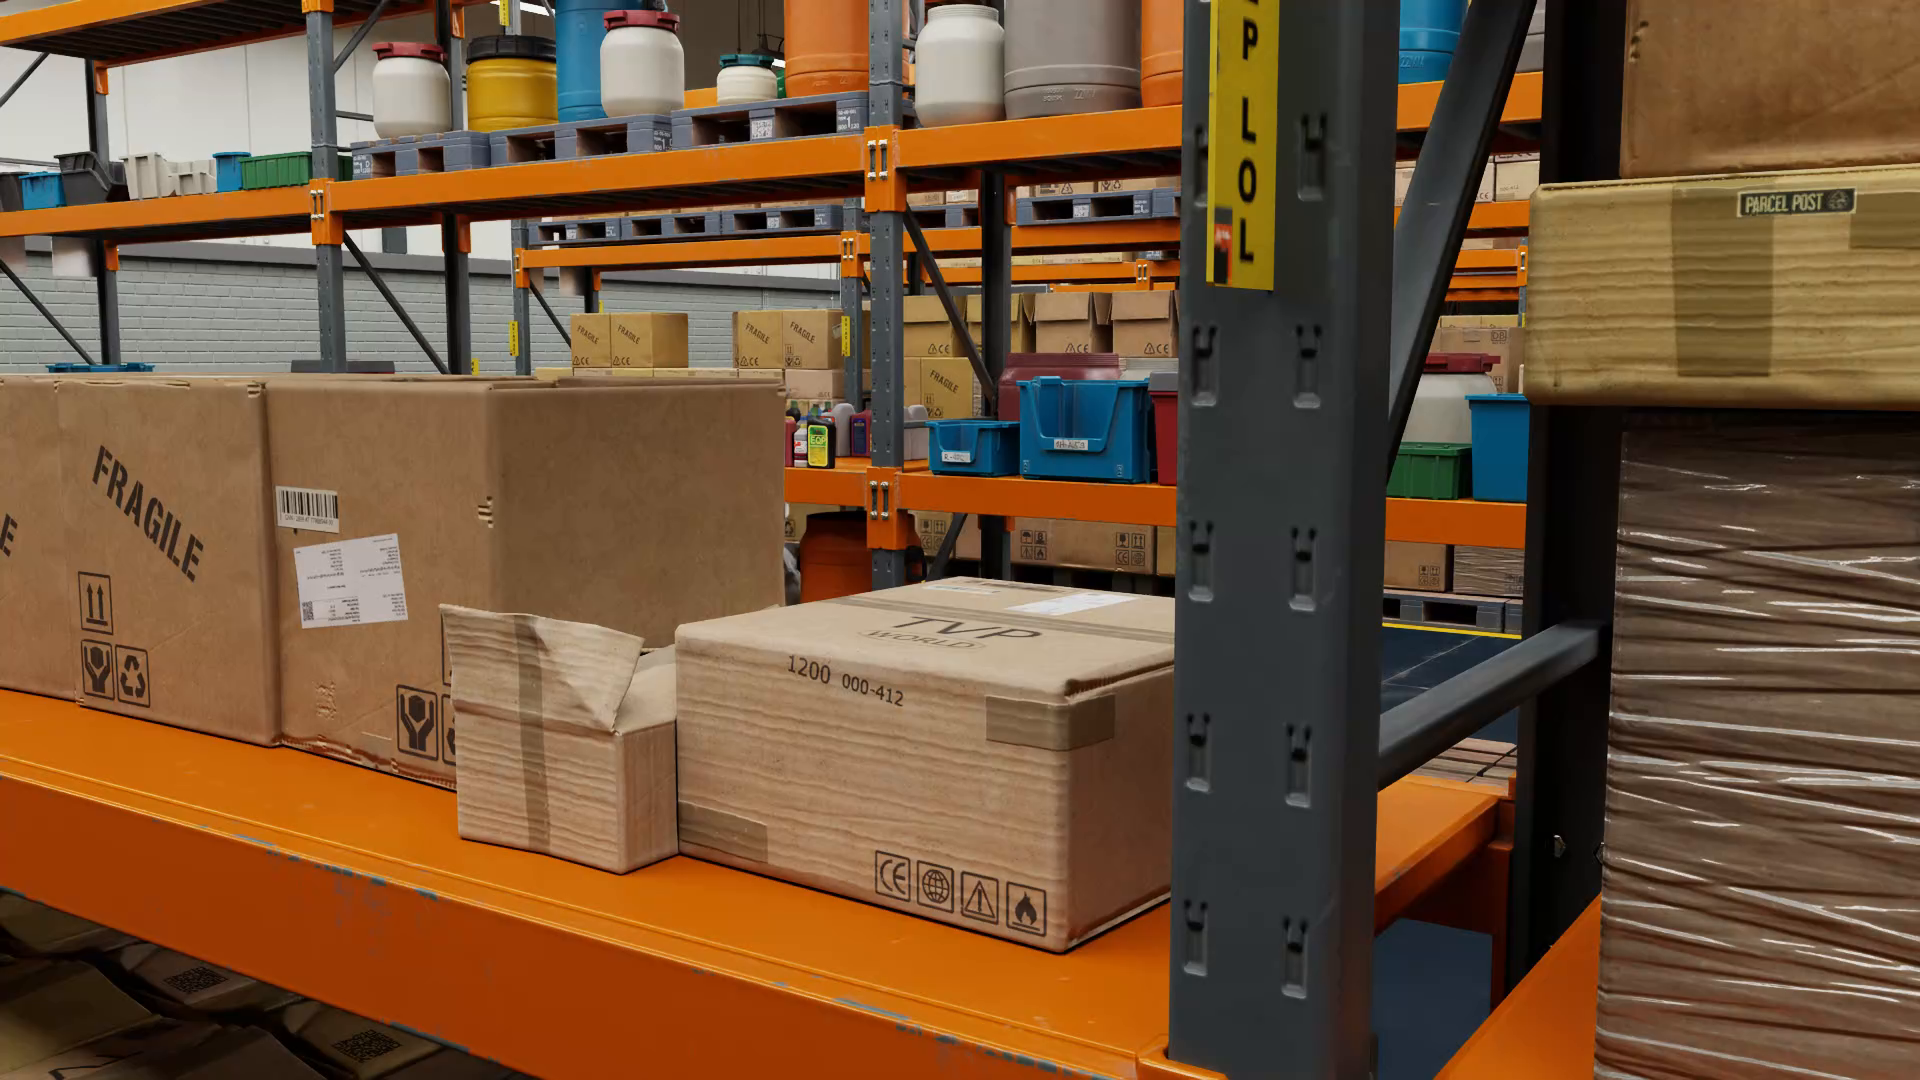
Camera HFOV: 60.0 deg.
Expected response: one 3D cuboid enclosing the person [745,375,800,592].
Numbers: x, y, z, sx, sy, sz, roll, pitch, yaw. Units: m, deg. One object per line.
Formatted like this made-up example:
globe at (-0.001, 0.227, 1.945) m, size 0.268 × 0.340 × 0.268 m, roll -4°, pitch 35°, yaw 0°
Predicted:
person at (-1.343, -0.307, 11.469) m, size 0.501 × 1.656 × 0.746 m, roll -6°, pitch 9°, yaw -42°
